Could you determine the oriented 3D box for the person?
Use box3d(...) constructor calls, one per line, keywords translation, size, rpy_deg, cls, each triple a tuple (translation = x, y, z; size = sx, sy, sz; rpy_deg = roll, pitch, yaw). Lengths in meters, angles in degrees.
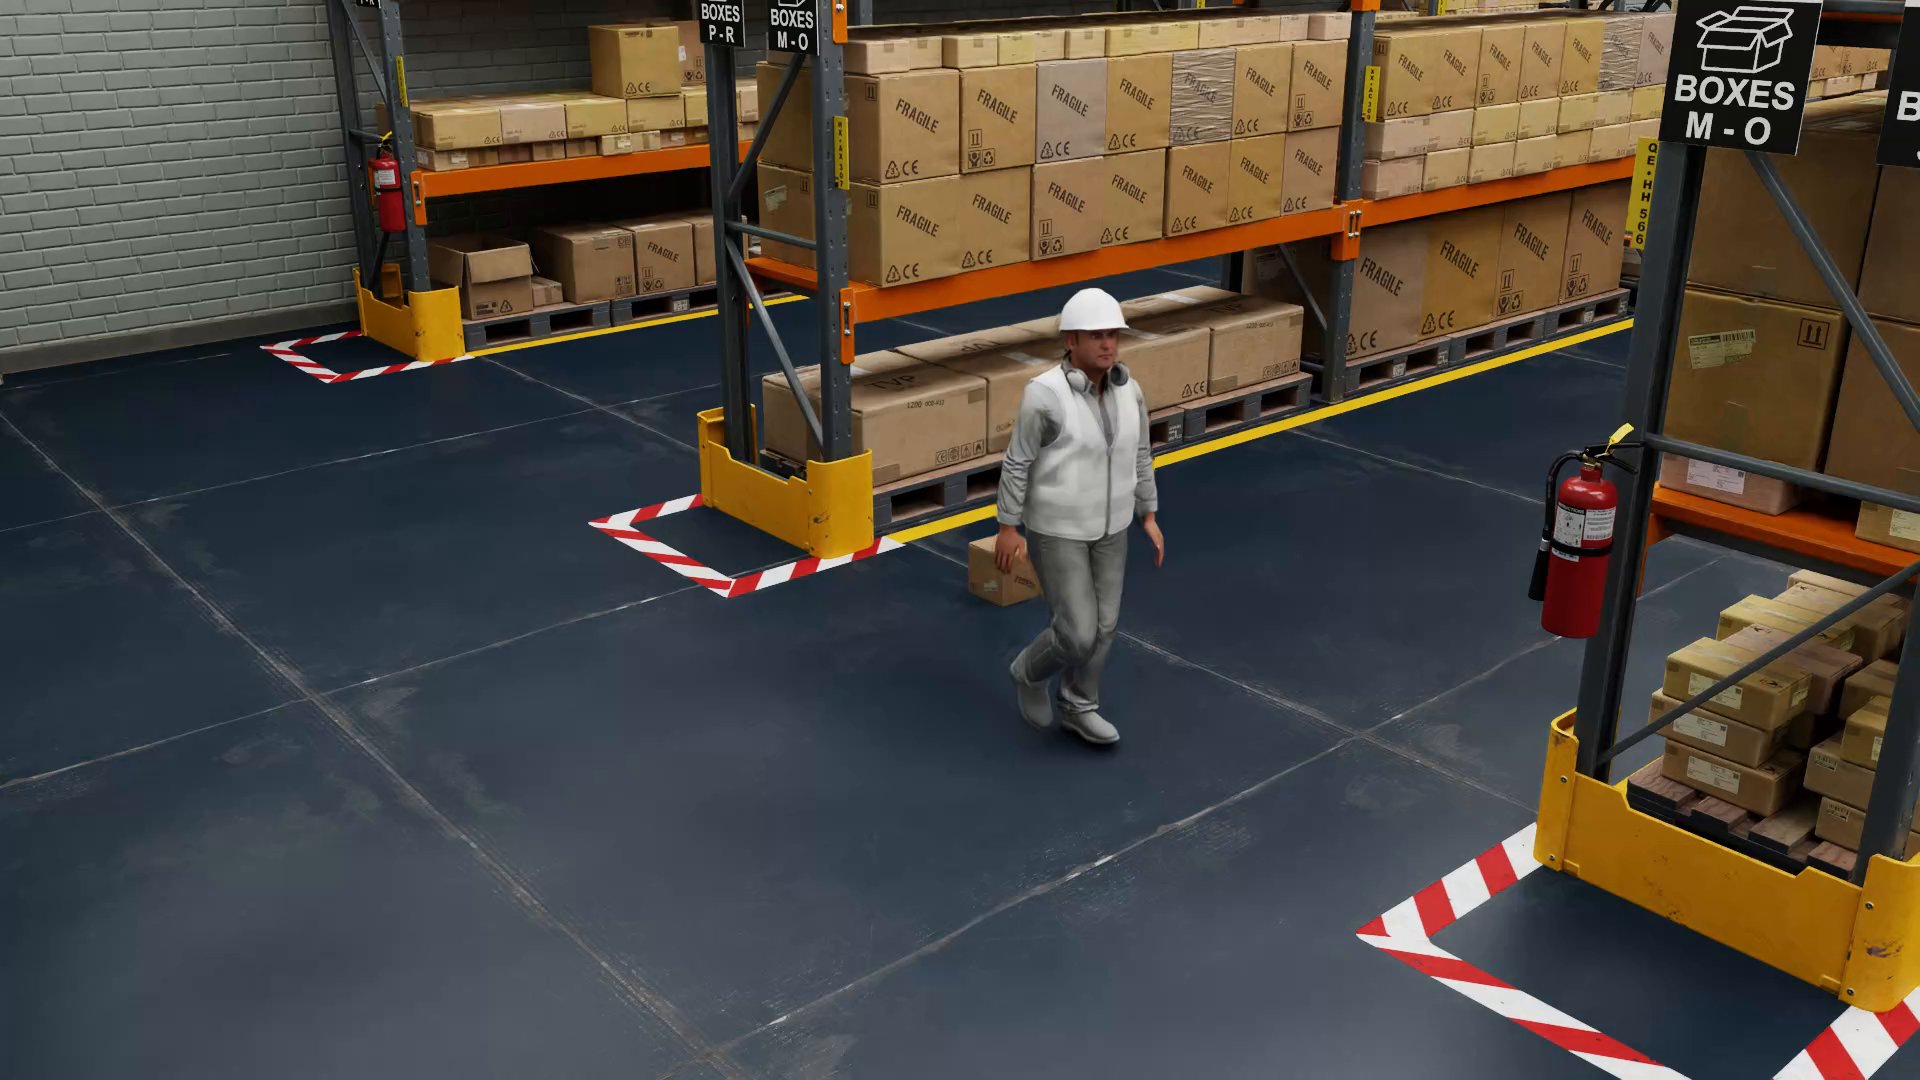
box3d(translation=(0.426, -0.061, 6.156), size=(0.604, 1.759, 0.512), rpy_deg=(-14, 25, -32), cls="person")
